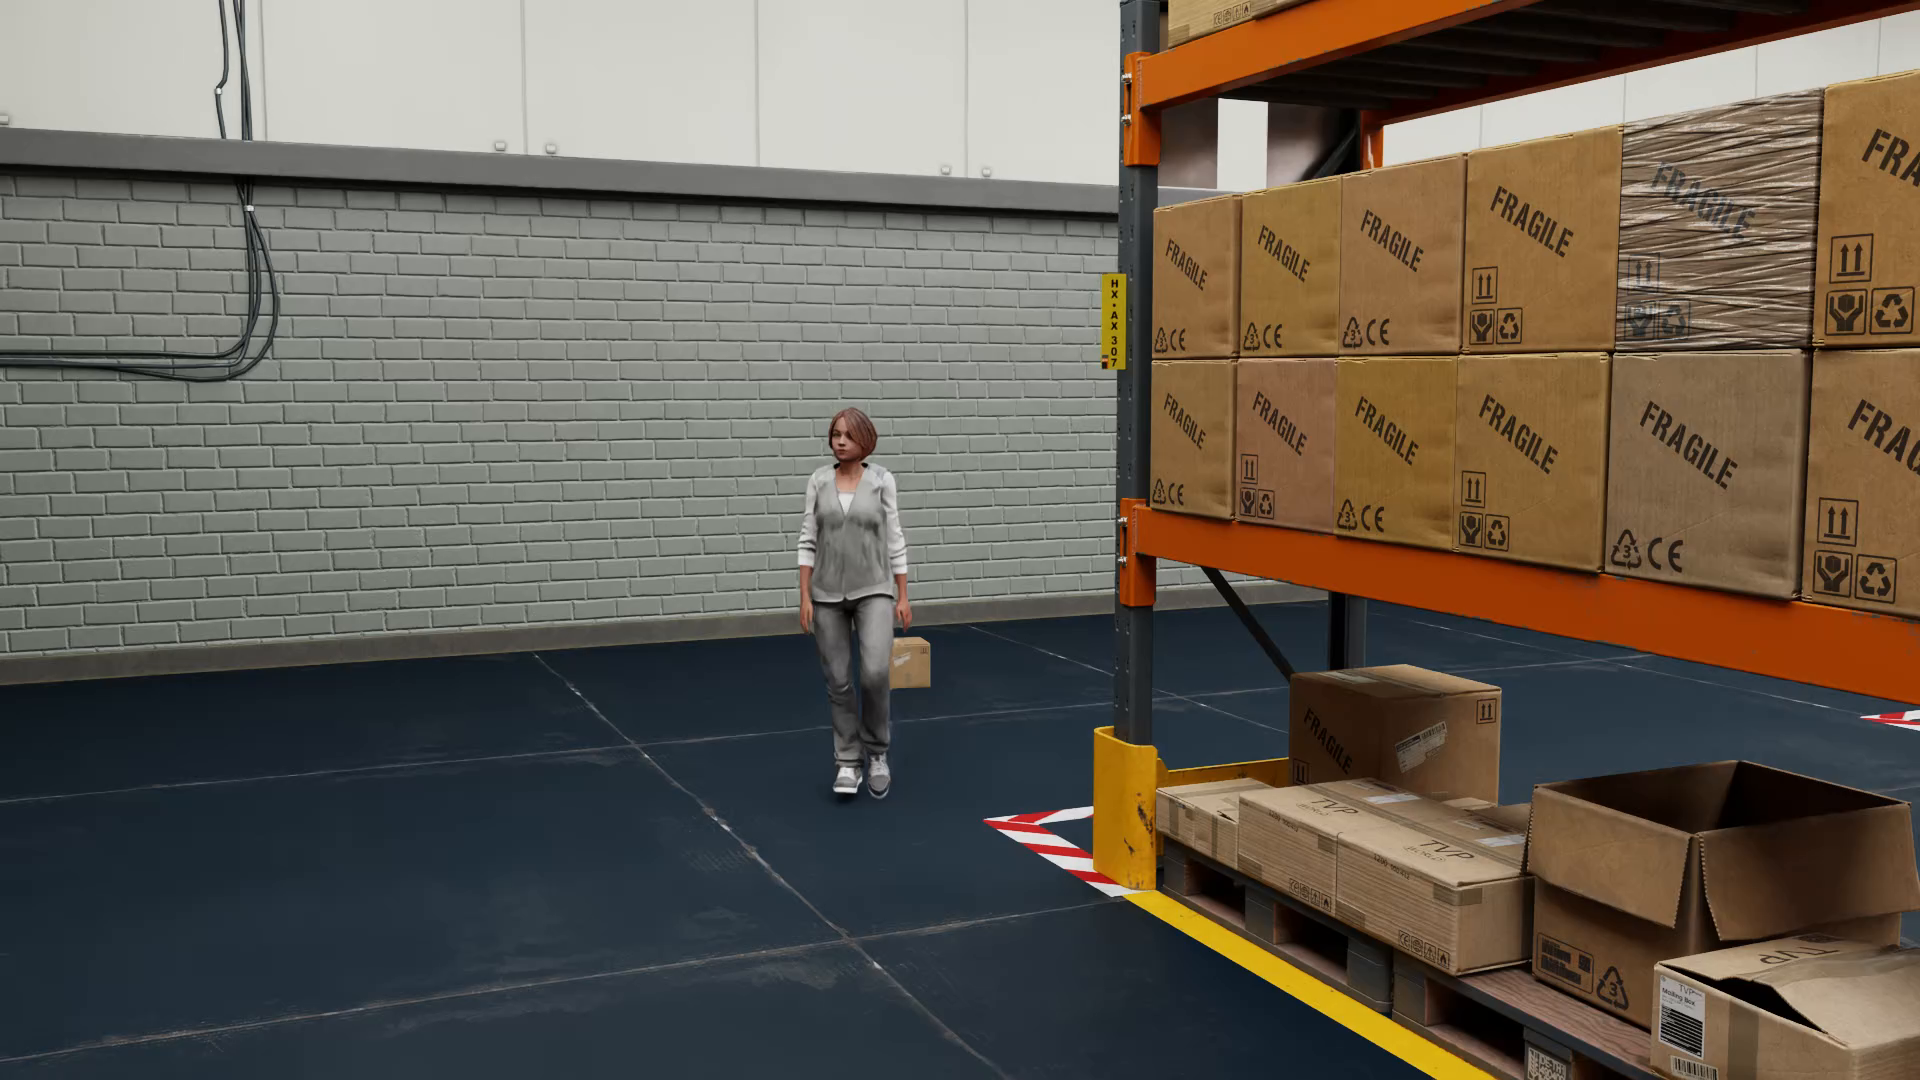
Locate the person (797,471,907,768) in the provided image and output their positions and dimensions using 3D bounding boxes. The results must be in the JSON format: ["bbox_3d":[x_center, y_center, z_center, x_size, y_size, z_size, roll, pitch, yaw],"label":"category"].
[{"bbox_3d":[-0.447,0.343,6.799,0.439,1.270,0.433,1,6,8],"label":"person"}]
